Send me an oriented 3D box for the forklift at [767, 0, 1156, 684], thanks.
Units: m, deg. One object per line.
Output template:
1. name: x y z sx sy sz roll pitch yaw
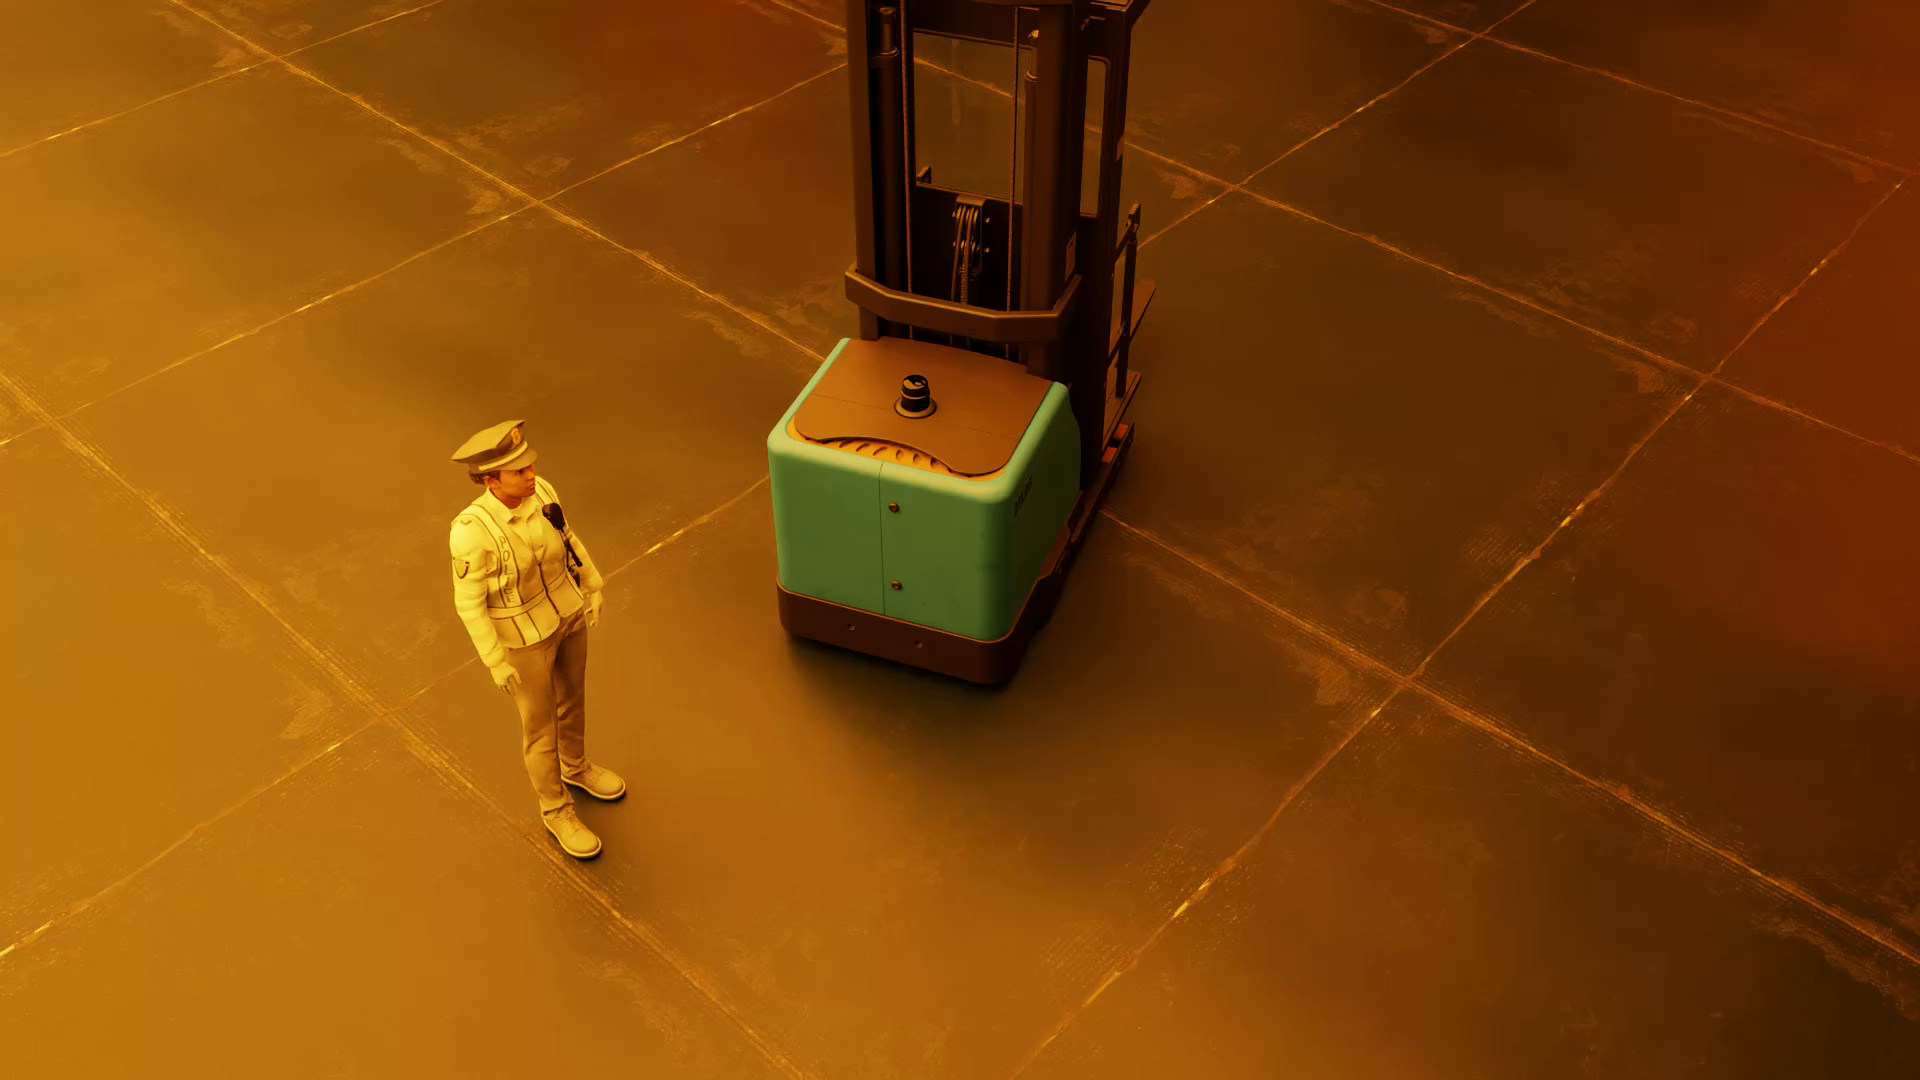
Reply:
1. forklift: 0.211 -1.484 7.158 1.130 2.935 3.031 14 42 15

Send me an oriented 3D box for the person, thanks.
1. person: -1.466 0.328 5.985 0.532 1.696 0.589 22 45 23
